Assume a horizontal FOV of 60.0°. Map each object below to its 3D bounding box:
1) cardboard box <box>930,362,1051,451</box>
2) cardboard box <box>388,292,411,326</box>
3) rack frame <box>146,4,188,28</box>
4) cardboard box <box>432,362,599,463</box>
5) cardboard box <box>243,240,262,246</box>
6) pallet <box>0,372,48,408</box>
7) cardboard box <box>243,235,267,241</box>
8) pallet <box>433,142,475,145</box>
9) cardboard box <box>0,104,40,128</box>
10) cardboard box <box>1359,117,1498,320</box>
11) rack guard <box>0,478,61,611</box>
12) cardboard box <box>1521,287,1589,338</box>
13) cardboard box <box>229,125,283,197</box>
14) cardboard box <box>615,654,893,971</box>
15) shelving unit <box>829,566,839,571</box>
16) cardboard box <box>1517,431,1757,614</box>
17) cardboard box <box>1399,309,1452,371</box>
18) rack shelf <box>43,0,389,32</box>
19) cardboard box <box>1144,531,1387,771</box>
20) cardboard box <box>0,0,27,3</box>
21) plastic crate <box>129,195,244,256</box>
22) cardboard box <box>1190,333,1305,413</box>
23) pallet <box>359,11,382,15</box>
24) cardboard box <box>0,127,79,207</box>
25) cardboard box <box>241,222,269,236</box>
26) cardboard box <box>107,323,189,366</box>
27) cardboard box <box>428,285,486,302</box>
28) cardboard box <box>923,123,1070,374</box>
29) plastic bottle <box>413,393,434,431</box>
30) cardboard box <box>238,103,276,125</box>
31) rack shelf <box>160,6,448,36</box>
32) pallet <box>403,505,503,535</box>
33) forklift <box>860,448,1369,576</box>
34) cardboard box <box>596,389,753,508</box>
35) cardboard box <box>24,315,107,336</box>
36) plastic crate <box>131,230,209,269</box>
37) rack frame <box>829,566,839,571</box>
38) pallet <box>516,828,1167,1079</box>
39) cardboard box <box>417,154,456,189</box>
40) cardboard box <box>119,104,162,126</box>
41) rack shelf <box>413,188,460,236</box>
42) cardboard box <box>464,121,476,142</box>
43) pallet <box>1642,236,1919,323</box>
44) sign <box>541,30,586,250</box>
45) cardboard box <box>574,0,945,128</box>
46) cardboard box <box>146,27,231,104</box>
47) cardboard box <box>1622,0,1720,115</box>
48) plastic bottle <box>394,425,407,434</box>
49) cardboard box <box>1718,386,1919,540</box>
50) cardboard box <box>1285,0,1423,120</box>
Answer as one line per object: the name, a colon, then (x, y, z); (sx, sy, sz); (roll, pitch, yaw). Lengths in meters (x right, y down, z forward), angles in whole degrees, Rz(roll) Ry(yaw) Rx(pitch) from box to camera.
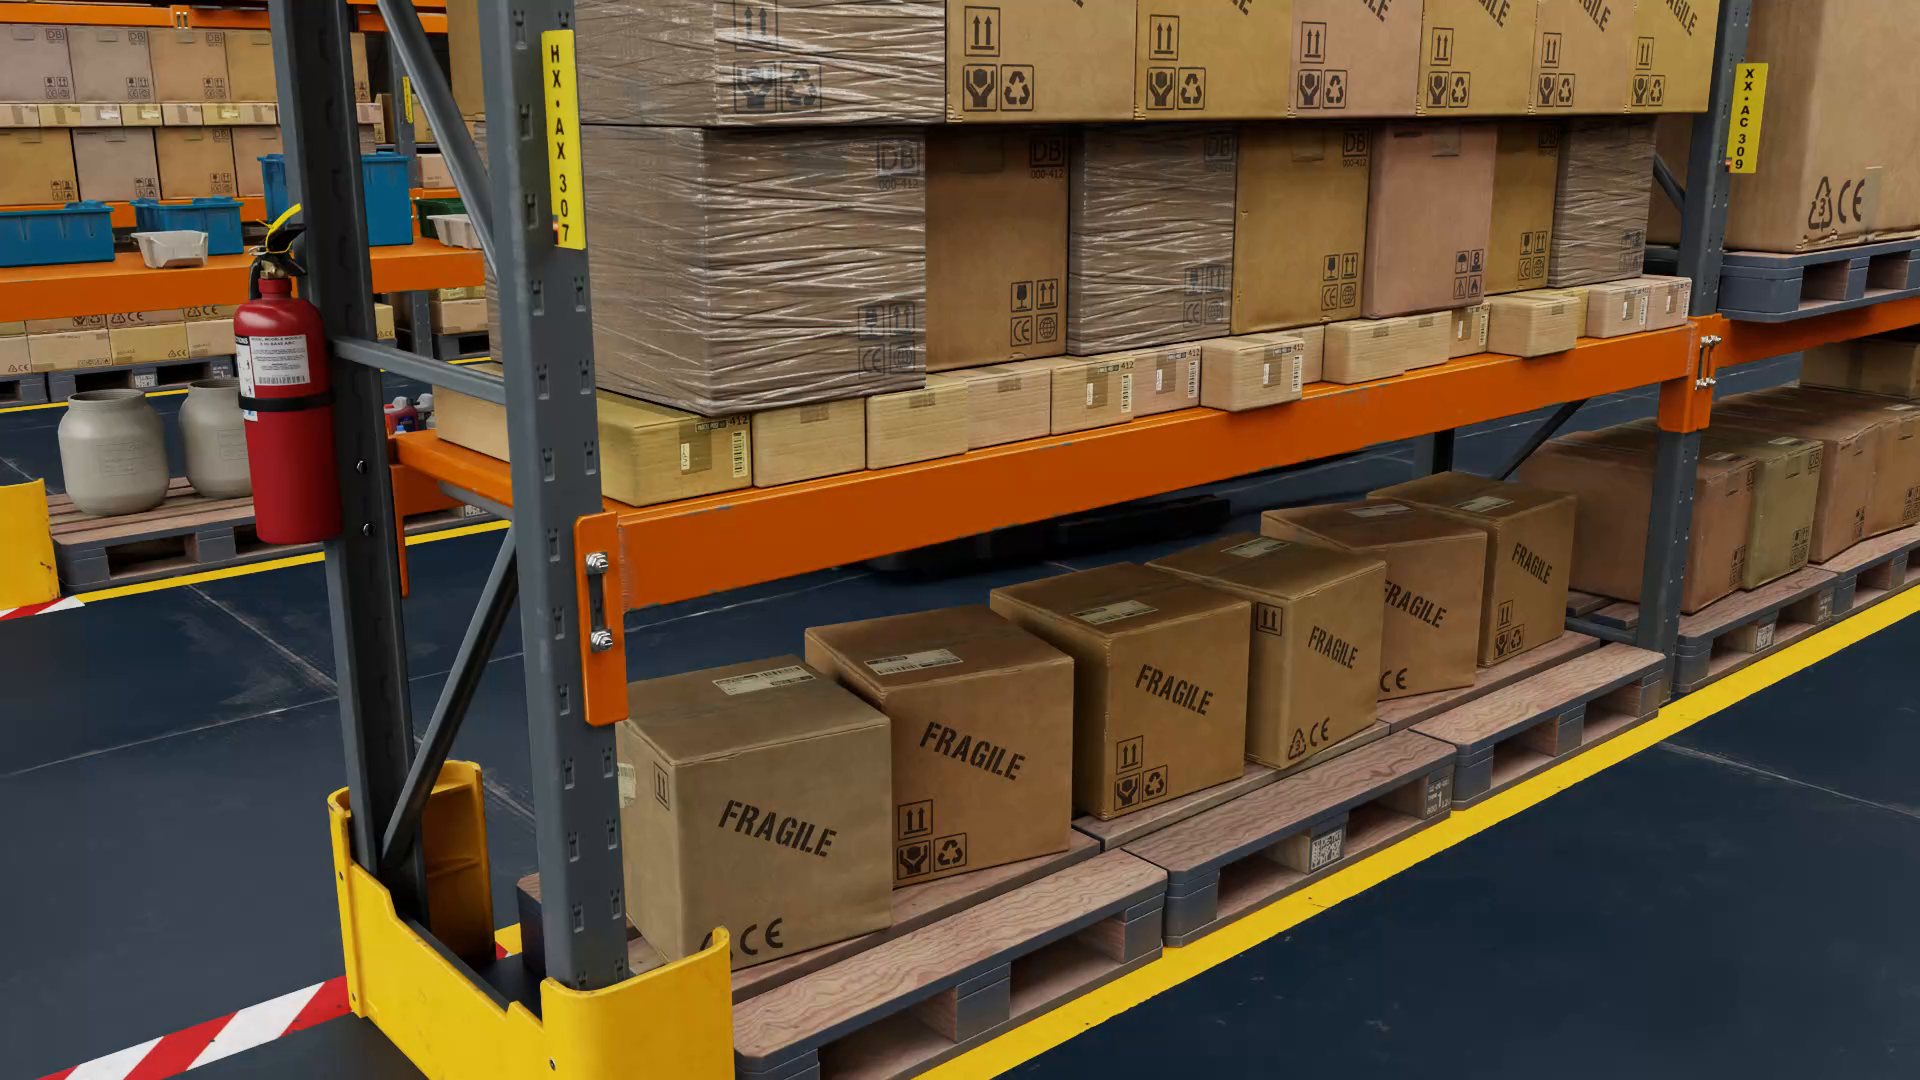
cardboard box: (-0.023, -0.308, 3.577); (0.250, 0.149, 0.380); (-13, 19, -39)
cardboard box: (-4.330, -1.911, 13.605); (0.500, 0.250, 0.500); (-13, 20, -40)
rack frame: (-7.707, -3.873, 16.439); (0.127, 3.000, 1.000); (-13, 19, -39)
cardboard box: (-0.890, -0.270, 3.435); (0.250, 0.149, 0.380); (-13, 19, -39)
cardboard box: (-5.043, -1.943, 12.272); (0.500, 0.500, 0.500); (-13, 19, -39)
pallet: (-6.920, -1.023, 11.169); (1.213, 0.211, 1.003); (-13, 19, -39)
cardboard box: (-5.379, -2.043, 12.646); (0.500, 0.500, 0.500); (-13, 19, -39)
pallet: (-5.157, -4.317, 18.470); (1.003, 0.211, 1.213); (-13, 19, -39)
cardboard box: (-6.254, -2.793, 10.945); (0.250, 0.149, 0.380); (-14, 20, -41)
cardboard box: (0.957, -0.926, 4.635); (0.500, 0.500, 0.875); (-13, 19, -39)
rack guard: (-4.194, -0.081, 7.086); (0.348, 0.500, 1.175); (-13, 19, -39)
cardboard box: (1.656, -0.694, 5.024); (0.250, 0.149, 0.380); (-13, 19, -39)
cardboard box: (-5.176, -2.791, 12.192); (0.500, 0.500, 0.700); (-13, 20, -40)
cardboard box: (-0.487, 0.599, 3.724); (0.500, 0.500, 0.500); (-9, 17, -29)
shelving unit: (-0.951, -0.581, 7.020); (0.755, 1.500, 0.431); (-10, 18, -32)
cardboard box: (2.525, -0.085, 6.248); (0.700, 0.500, 0.500); (14, 21, 43)
cardboard box: (1.103, -0.563, 4.533); (0.250, 0.149, 0.380); (-13, 19, -39)
rack shelf: (-5.961, -3.672, 11.268); (4.000, 0.370, 1.077); (-13, 19, -39)
cardboard box: (0.876, 0.303, 4.832); (0.500, 0.500, 0.500); (14, 20, 42)
cardboard box: (-8.708, -5.062, 14.845); (0.500, 0.500, 0.500); (-14, 20, -41)
plastic crate: (-3.546, -1.447, 7.644); (0.408, 0.251, 0.499); (-13, 19, -39)
cardboard box: (0.597, -0.419, 3.991); (0.250, 0.149, 0.380); (-13, 19, -39)
pallet: (-6.391, -5.492, 17.050); (1.003, 0.211, 1.213); (-13, 19, -39)
cardboard box: (-6.338, -2.530, 11.215); (0.500, 0.500, 0.700); (-12, 19, -39)
cardboard box: (-7.162, -3.006, 17.183); (0.500, 0.500, 0.700); (-12, 19, -38)
cardboard box: (-5.786, -1.408, 11.722); (0.500, 0.250, 0.500); (-13, 19, -39)
cardboard box: (-3.977, -2.077, 13.139); (0.500, 0.311, 0.500); (-13, 19, -39)
cardboard box: (-0.238, -0.691, 3.753); (0.500, 0.500, 0.875); (-13, 19, -39)
plastic bottle: (-2.810, -0.621, 8.688); (0.135, 0.276, 0.152); (-13, 20, -41)
cardboard box: (-5.098, -3.053, 11.915); (0.250, 0.149, 0.380); (-13, 20, -39)
rack shelf: (-6.198, -5.314, 17.413); (4.000, 0.370, 1.077); (-13, 19, -39)
pallet: (-2.658, -0.284, 8.405); (1.213, 0.211, 1.003); (-13, 19, -39)
forklift: (0.681, -1.530, 7.799); (3.031, 2.935, 1.130); (-10, 18, -32)
cardboard box: (-0.598, -0.183, 3.111); (0.250, 0.149, 0.380); (-13, 19, -39)
cardboard box: (-6.174, -1.689, 11.320); (0.500, 0.500, 0.500); (-13, 19, -39)
plastic crate: (-3.335, -1.229, 7.048); (0.250, 0.136, 0.298); (-13, 19, -39)
rack frame: (-0.644, -0.633, 7.213); (0.023, 1.500, 0.400); (-10, 18, -32)
pallet: (-0.276, 0.901, 3.969); (1.213, 0.211, 1.003); (-13, 19, -39)
cardboard box: (-4.109, -2.929, 13.194); (0.500, 0.250, 0.500); (-11, 19, -36)
cardboard box: (-5.674, -2.923, 11.430); (0.250, 0.149, 0.380); (-12, 19, -38)
rack shelf: (-2.943, -2.901, 14.192); (4.000, 0.370, 1.077); (-13, 19, -39)
cardboard box: (-5.441, -4.630, 18.226); (0.700, 0.500, 0.500); (14, 20, 42)
pallet: (2.720, -0.989, 6.012); (1.213, 0.211, 1.003); (-13, 19, -39)
sign: (-0.613, -0.615, 2.564); (0.005, 0.325, 0.100); (-13, 19, -39)
cardboard box: (-0.376, -1.018, 3.041); (0.500, 0.500, 0.500); (-13, 19, -39)
cardboard box: (-5.541, -3.338, 11.726); (0.500, 0.500, 0.700); (-13, 20, -39)
cardboard box: (1.889, -1.526, 4.942); (0.500, 0.500, 0.500); (-13, 19, -39)
plastic bottle: (-2.649, -0.408, 7.899); (0.097, 0.271, 0.097); (0, 15, 0)
cardboard box: (3.740, -0.352, 7.246); (0.500, 0.500, 0.700); (-11, 18, -35)
cardboard box: (0.756, -1.272, 3.993); (0.500, 0.500, 0.500); (-13, 19, -39)
